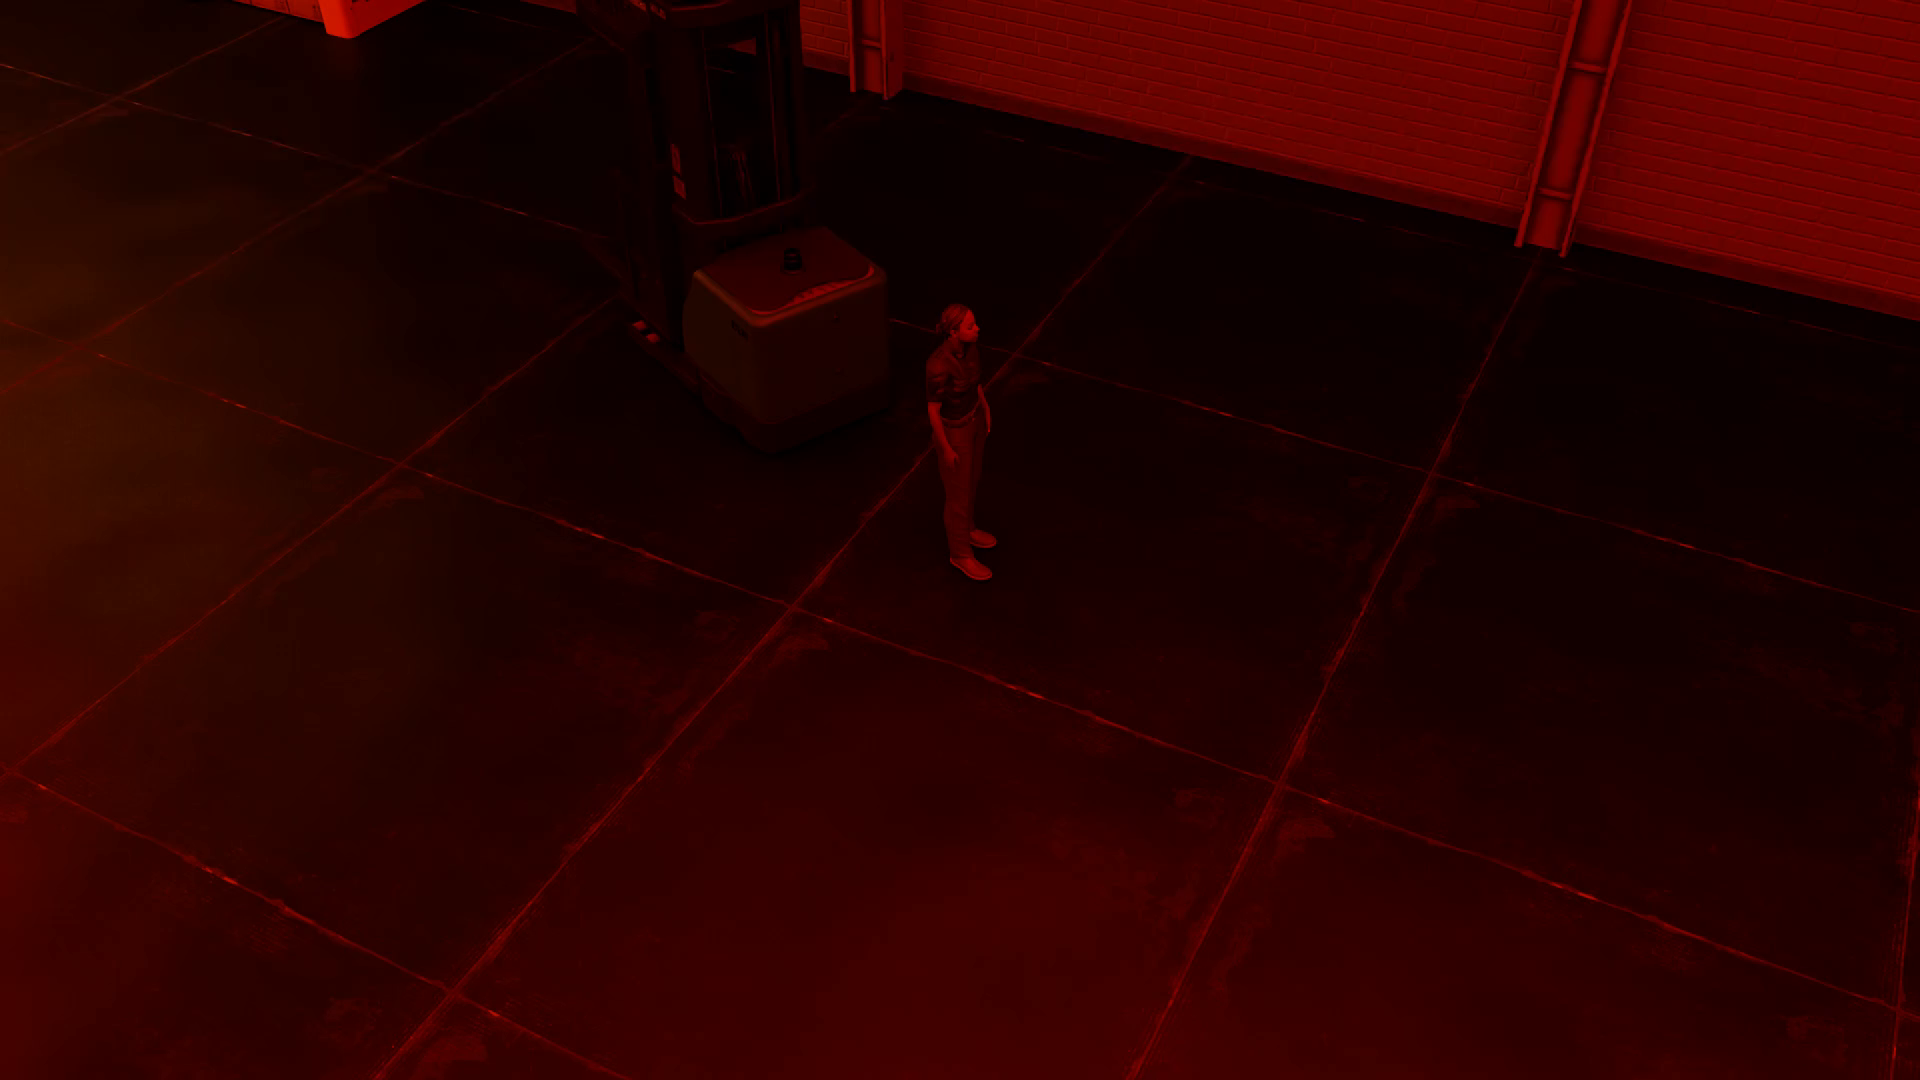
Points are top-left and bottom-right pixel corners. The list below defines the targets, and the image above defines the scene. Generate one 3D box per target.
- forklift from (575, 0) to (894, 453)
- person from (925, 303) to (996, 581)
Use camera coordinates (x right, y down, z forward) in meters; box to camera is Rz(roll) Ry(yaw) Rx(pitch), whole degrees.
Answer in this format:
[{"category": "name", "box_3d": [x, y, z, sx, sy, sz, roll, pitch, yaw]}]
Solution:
[{"category": "forklift", "box_3d": [-1.724, -2.588, 11.059, 1.130, 2.935, 3.031, -25, 46, -27]}, {"category": "person", "box_3d": [0.069, -0.601, 9.679, 0.504, 1.655, 0.569, 18, 43, 21]}]
